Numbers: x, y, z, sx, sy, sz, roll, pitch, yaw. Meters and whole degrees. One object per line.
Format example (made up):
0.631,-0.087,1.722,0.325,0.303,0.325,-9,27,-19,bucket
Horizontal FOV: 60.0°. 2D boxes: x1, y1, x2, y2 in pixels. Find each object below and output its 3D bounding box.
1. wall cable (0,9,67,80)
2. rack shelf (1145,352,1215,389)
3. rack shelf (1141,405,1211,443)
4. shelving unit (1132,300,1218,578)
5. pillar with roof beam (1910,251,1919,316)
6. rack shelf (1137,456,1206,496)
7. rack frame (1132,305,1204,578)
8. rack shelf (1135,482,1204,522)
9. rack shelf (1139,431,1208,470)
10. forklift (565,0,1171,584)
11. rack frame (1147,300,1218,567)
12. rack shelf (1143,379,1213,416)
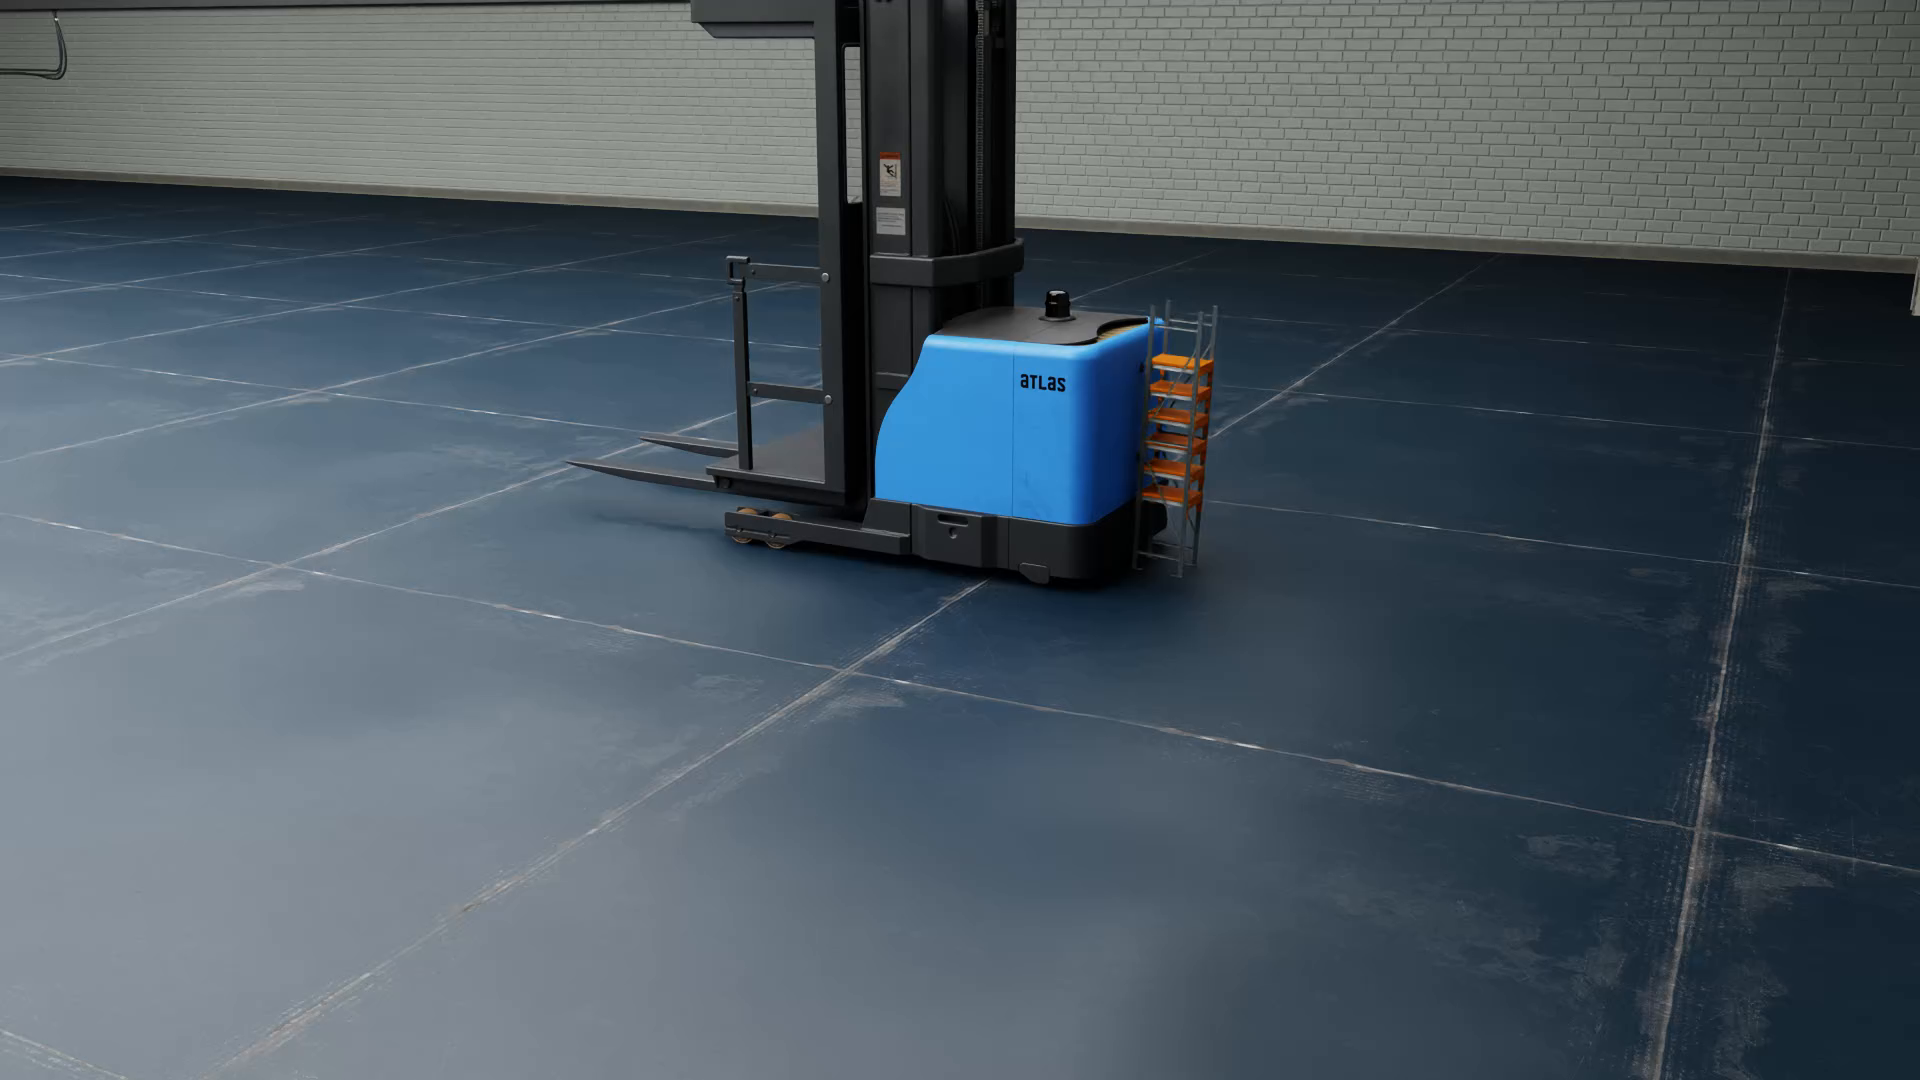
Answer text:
-17.017,-9.440,29.455,3.097,2.526,0.112,8,18,25,wall cable
0.964,-0.744,7.297,0.258,0.103,0.180,11,20,26,rack shelf
0.955,-0.516,7.370,0.258,0.103,0.180,11,20,26,rack shelf
0.952,-0.444,7.393,0.258,1.200,0.189,11,20,26,shelving unit
4.813,-6.886,15.404,9.100,9.000,0.400,8,18,25,pillar with roof beam
0.946,-0.288,7.443,0.258,0.103,0.180,11,20,26,rack shelf
0.909,-0.421,7.315,0.240,1.200,0.006,11,20,26,rack frame
0.942,-0.173,7.479,0.258,0.103,0.180,11,20,26,rack shelf
0.951,-0.402,7.406,0.258,0.103,0.180,11,20,26,rack shelf
-0.552,-1.487,7.882,3.031,2.935,1.130,8,18,26,forklift
0.996,-0.467,7.470,0.240,1.200,0.006,11,20,26,rack frame
0.960,-0.630,7.333,0.258,0.103,0.180,11,20,26,rack shelf
